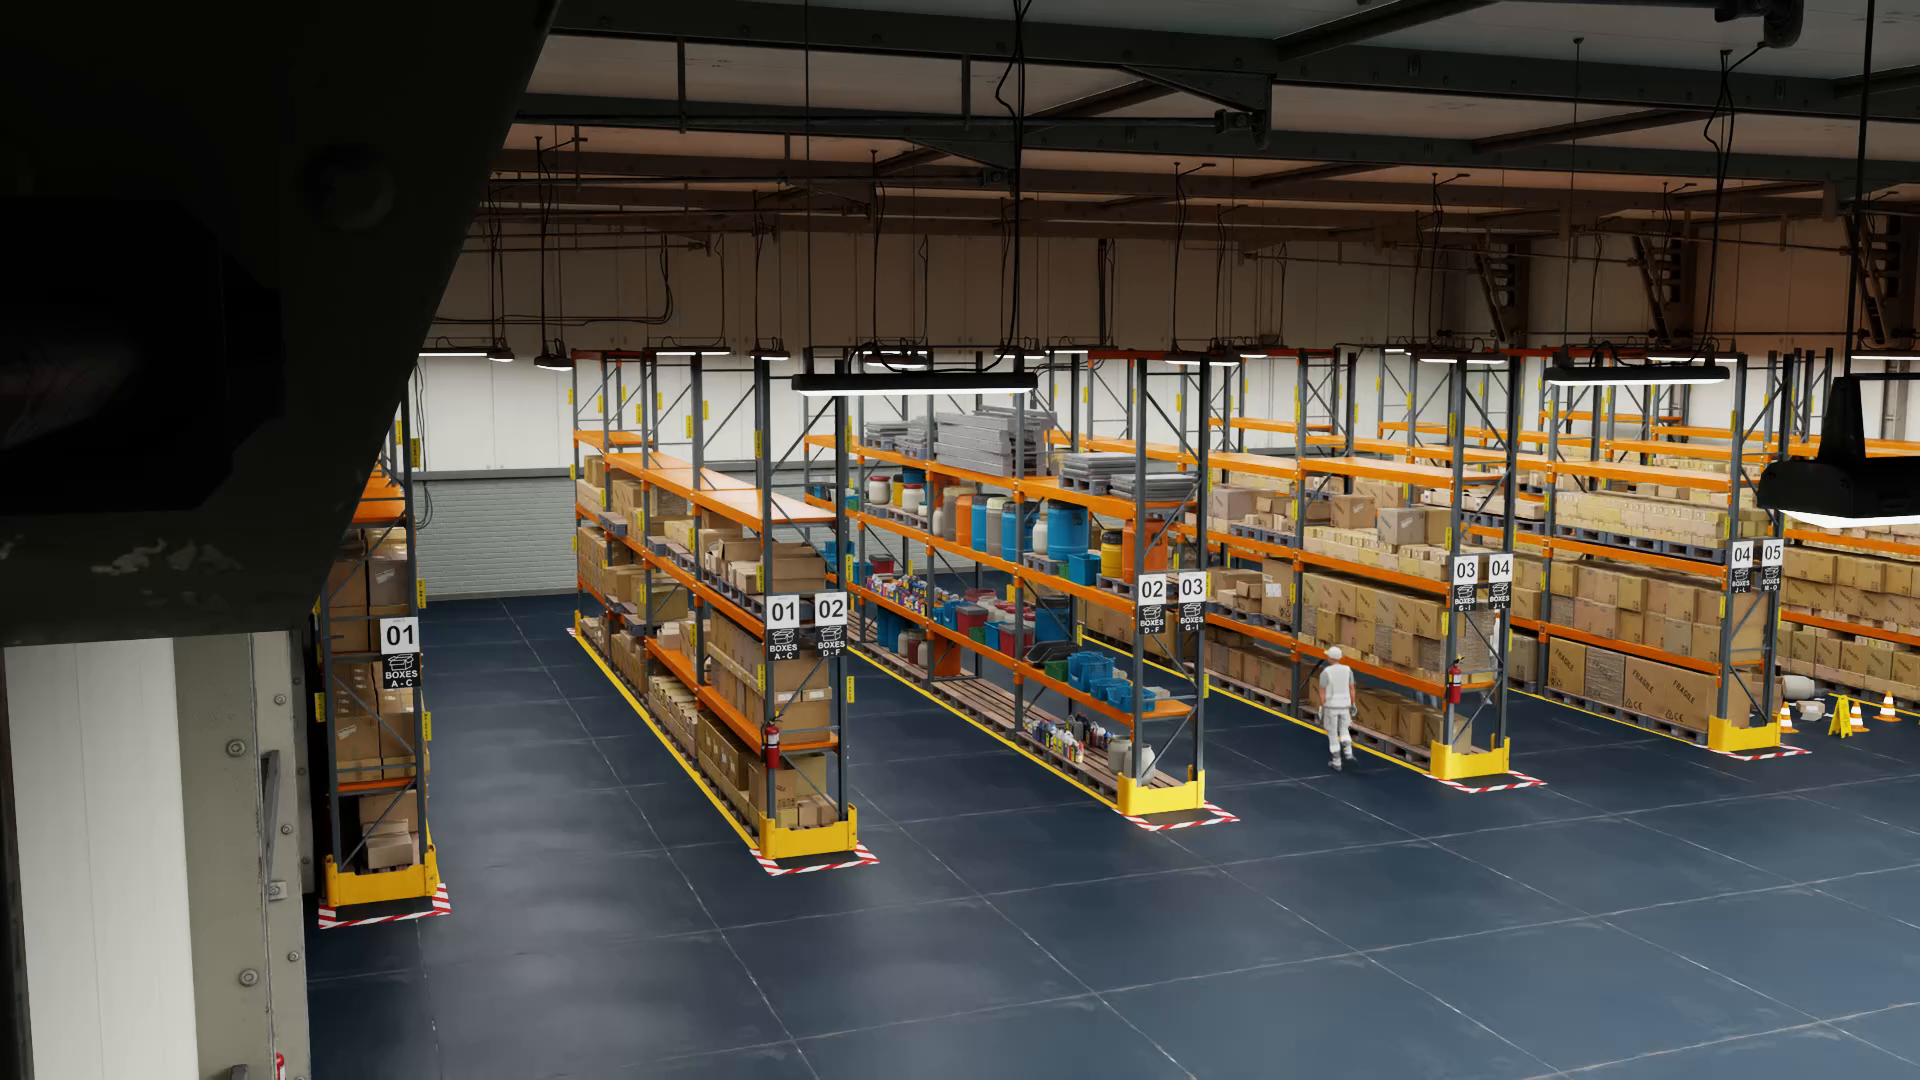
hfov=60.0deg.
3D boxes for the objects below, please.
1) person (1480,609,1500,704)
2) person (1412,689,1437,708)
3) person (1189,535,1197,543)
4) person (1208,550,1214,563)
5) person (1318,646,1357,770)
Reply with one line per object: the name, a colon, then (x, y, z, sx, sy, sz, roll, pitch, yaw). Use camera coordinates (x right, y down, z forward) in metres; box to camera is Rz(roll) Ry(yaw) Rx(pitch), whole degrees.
person: (9.027, 1.926, 28.566, 0.636, 1.739, 0.678, -1, 7, -10)
person: (7.588, 2.089, 27.189, 0.590, 1.766, 0.522, -2, 7, -12)
person: (6.418, -0.067, 44.873, 0.933, 1.637, 0.440, -5, 9, -34)
person: (6.172, 0.395, 41.397, 0.745, 1.571, 0.401, -3, 8, -21)
person: (5.499, 2.444, 24.174, 0.585, 1.781, 0.499, -1, 7, -10)
